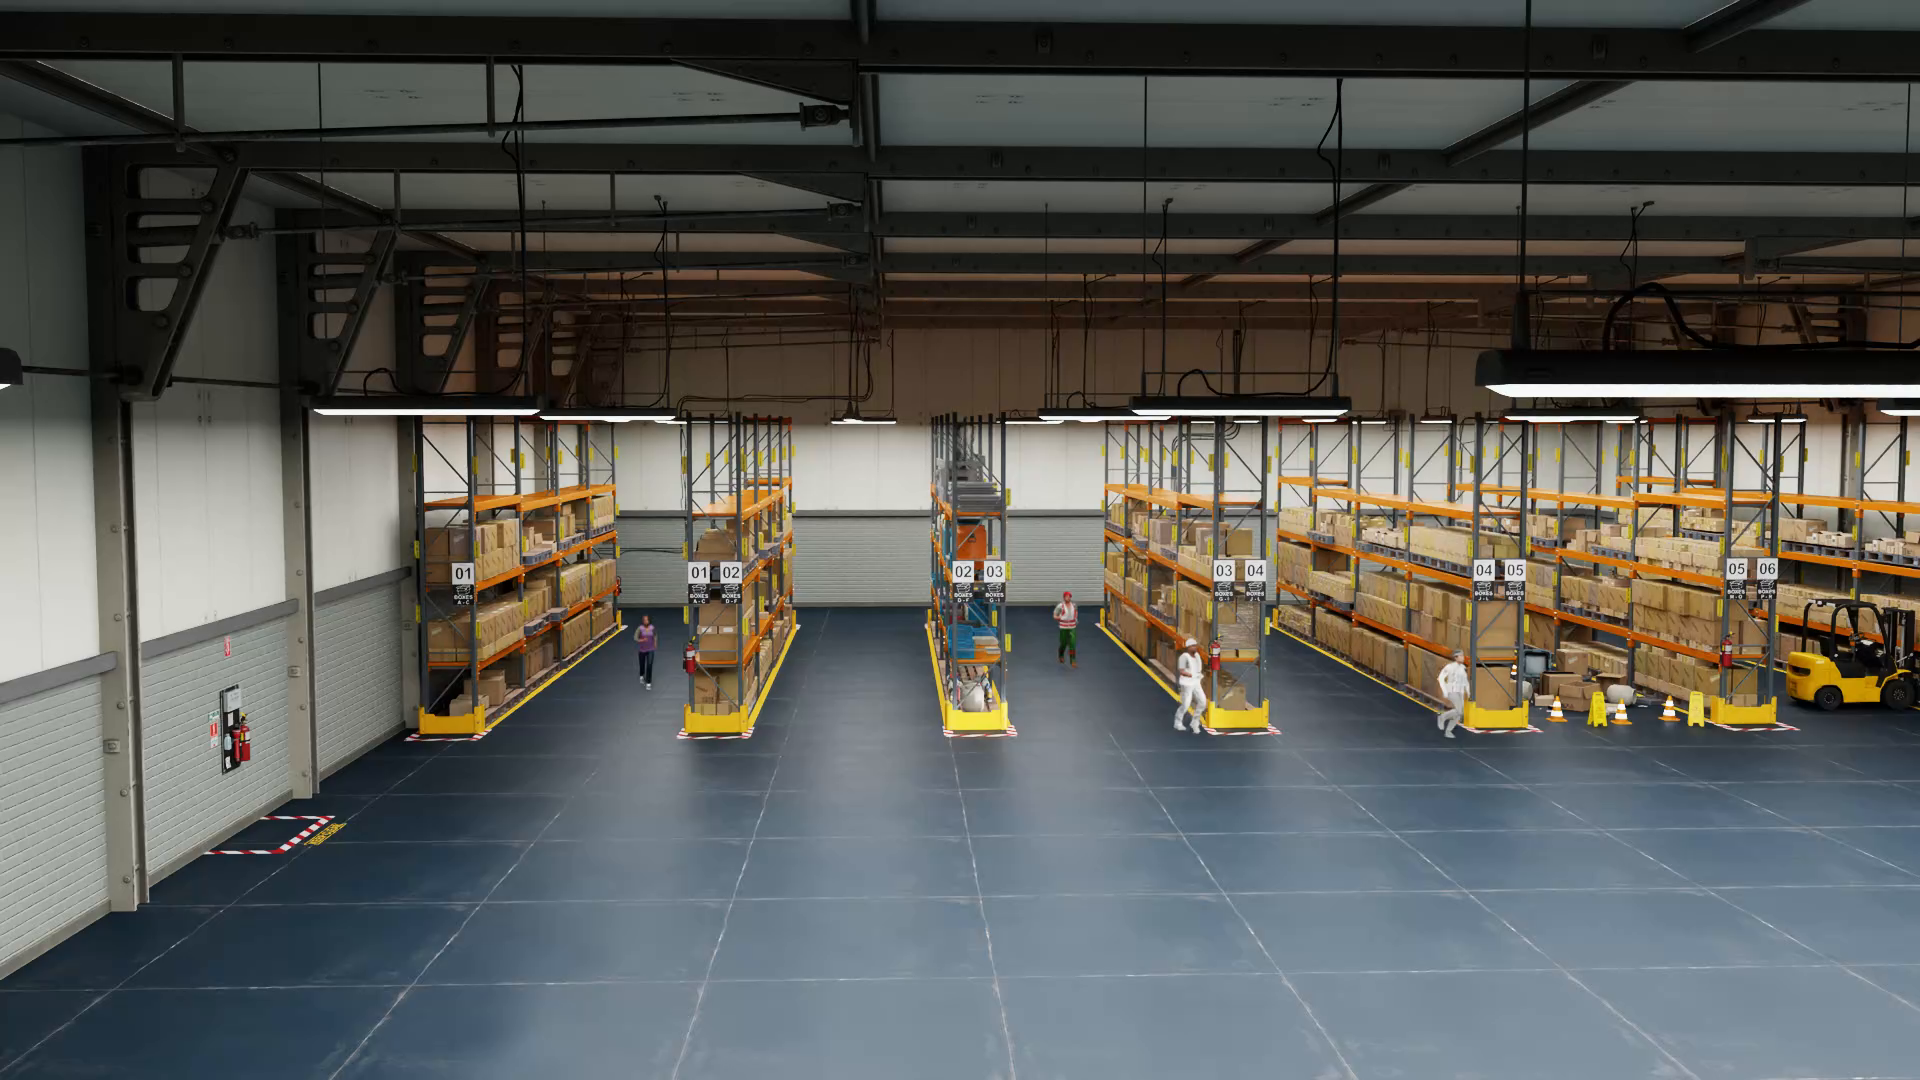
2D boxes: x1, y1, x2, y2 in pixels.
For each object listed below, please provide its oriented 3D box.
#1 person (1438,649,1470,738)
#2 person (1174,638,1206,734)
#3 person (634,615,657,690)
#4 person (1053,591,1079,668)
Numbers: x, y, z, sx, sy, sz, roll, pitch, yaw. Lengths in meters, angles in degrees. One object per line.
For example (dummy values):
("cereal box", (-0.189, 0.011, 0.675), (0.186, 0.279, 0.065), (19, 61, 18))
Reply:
("person", (9.193, 2.820, 30.738), (0.640, 1.619, 0.506), (-2, 4, -29))
("person", (4.328, 2.741, 31.013), (0.701, 1.838, 0.737), (-3, 5, -40))
("person", (-6.869, 2.429, 36.354), (0.537, 1.586, 0.881), (-1, 4, -18))
("person", (2.545, 2.105, 39.569), (0.657, 1.776, 0.968), (-1, 4, -14))
